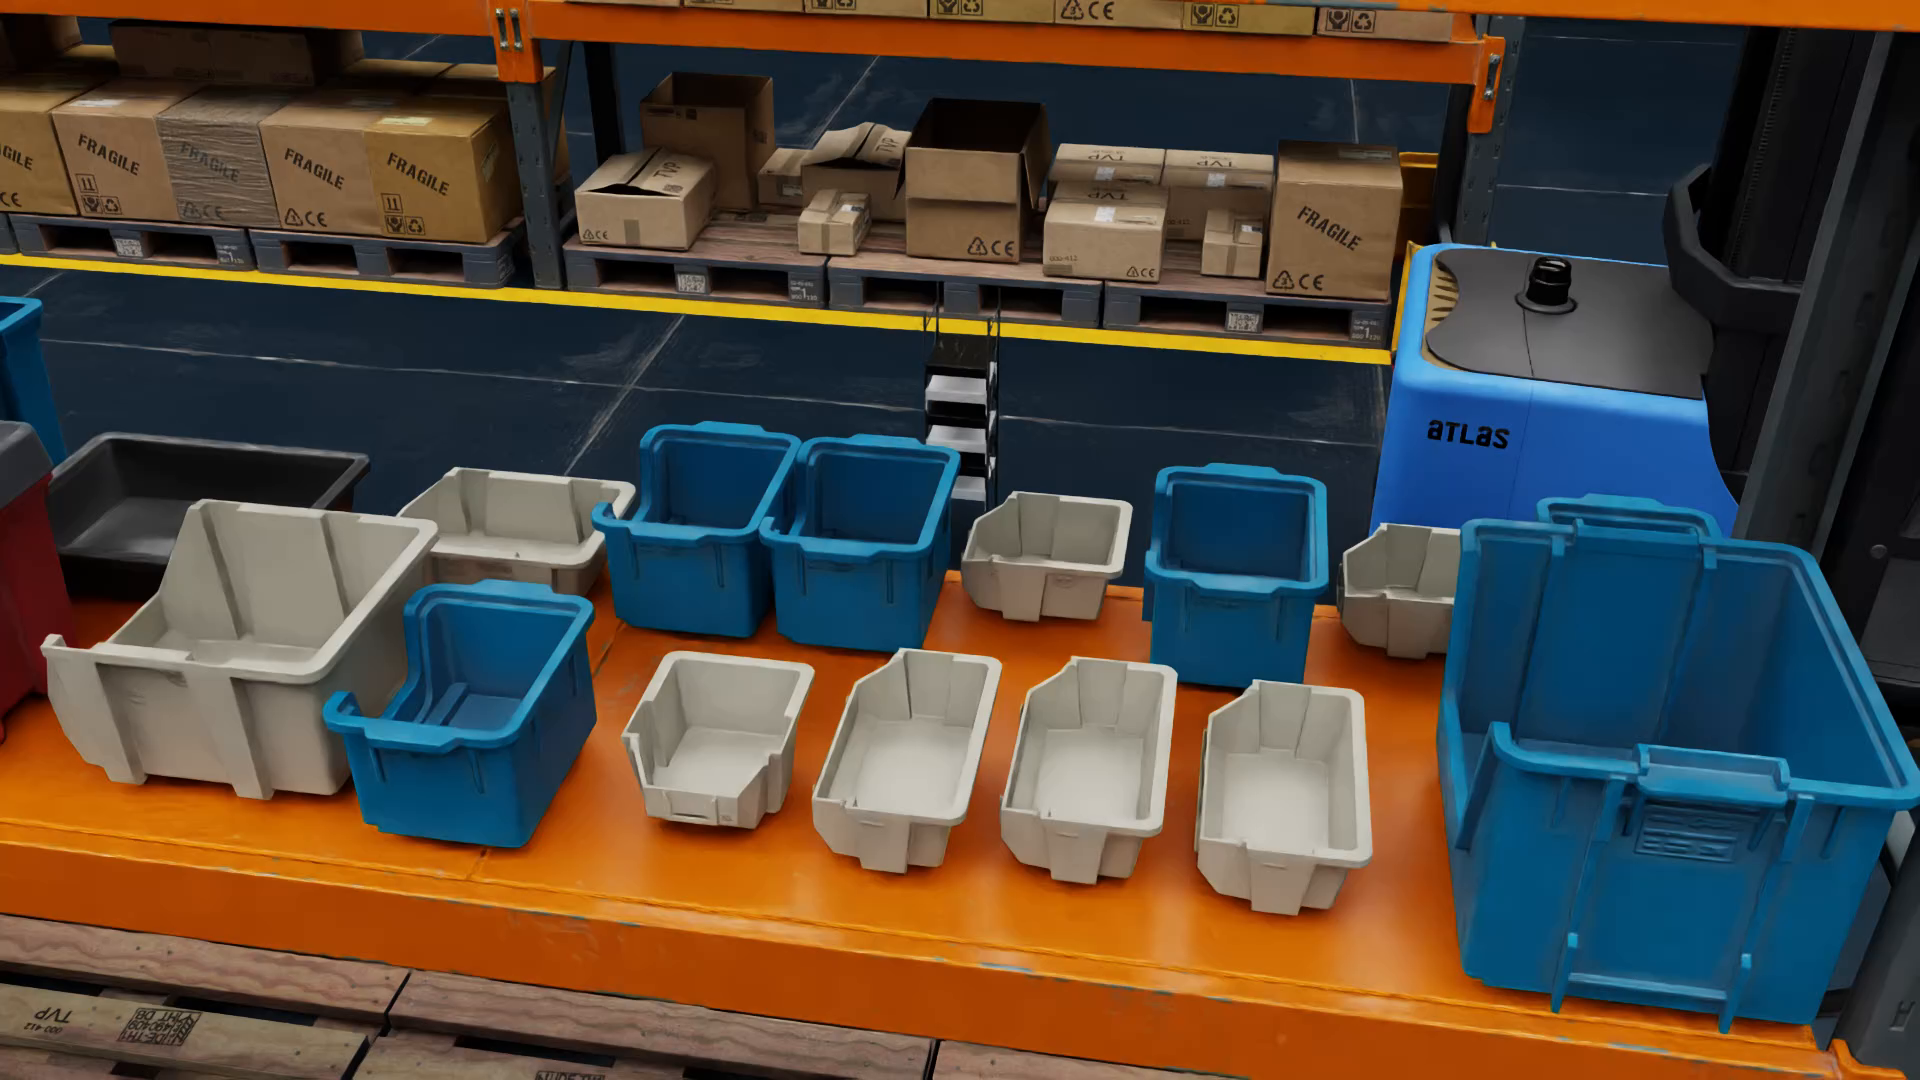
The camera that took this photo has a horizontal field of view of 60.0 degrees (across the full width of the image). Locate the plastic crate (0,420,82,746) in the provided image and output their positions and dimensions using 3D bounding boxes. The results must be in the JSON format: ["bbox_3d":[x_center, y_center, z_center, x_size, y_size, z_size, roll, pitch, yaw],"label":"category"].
[{"bbox_3d":[-1.790,0.079,2.679,0.583,0.464,0.402,5,32,8],"label":"plastic crate"}]

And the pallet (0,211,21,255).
[{"bbox_3d":[-5.005,-1.758,8.359,1.213,0.211,1.003,5,32,8],"label":"pallet"}]

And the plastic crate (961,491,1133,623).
[{"bbox_3d":[0.156,0.038,3.054,0.298,0.136,0.250,5,32,8],"label":"plastic crate"}]

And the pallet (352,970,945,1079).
[{"bbox_3d":[-0.691,1.256,3.544,1.213,0.211,1.003,5,32,8],"label":"pallet"}]

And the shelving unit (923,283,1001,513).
[{"bbox_3d":[0.008,-0.381,5.510,0.210,0.900,0.258,5,32,8],"label":"shelving unit"}]

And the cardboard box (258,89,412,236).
[{"bbox_3d":[-2.812,-1.739,7.642,0.500,0.500,0.500,5,32,8],"label":"cardboard box"}]

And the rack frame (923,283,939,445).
[{"bbox_3d":[-0.092,-0.390,5.525,0.006,0.900,0.240,5,32,8],"label":"rack frame"}]

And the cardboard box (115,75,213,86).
[{"bbox_3d":[-3.744,-2.102,8.223,0.500,0.500,0.500,4,32,6],"label":"cardboard box"}]

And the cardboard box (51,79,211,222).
[{"bbox_3d":[-3.808,-1.828,7.785,0.500,0.500,0.500,4,32,7],"label":"cardboard box"}]

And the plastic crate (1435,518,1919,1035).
[{"bbox_3d":[0.953,0.306,2.345,0.499,0.435,0.616,5,32,8],"label":"plastic crate"}]

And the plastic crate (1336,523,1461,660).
[{"bbox_3d":[0.824,0.098,2.958,0.298,0.136,0.250,5,32,8],"label":"plastic crate"}]

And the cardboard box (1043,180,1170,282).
[{"bbox_3d":[0.643,-1.353,7.262,0.500,0.250,0.500,5,32,8],"label":"cardboard box"}]

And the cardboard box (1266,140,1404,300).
[{"bbox_3d":[1.574,-1.359,7.035,0.500,0.500,0.500,5,32,8],"label":"cardboard box"}]

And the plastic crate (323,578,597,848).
[{"bbox_3d":[-0.753,0.274,2.586,0.300,0.233,0.416,5,32,8],"label":"plastic crate"}]

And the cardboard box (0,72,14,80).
[{"bbox_3d":[-4.817,-1.919,7.930,0.500,0.500,0.500,4,32,6],"label":"cardboard box"}]

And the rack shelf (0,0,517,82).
[{"bbox_3d":[-3.763,-2.543,7.663,4.000,0.370,1.077,5,32,8],"label":"rack shelf"}]

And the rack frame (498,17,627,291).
[{"bbox_3d":[-1.791,-2.669,7.187,0.127,3.000,1.000,5,32,8],"label":"rack frame"}]

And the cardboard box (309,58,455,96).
[{"bbox_3d":[-2.755,-2.009,8.073,0.500,0.500,0.500,6,32,9],"label":"cardboard box"}]

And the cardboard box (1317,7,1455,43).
[{"bbox_3d":[1.664,-2.252,6.427,0.500,0.500,0.500,6,33,10],"label":"cardboard box"}]

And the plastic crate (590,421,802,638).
[{"bbox_3d":[-0.467,-0.015,3.048,0.300,0.233,0.416,5,32,8],"label":"plastic crate"}]

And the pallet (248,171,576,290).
[{"bbox_3d":[-2.599,-1.540,8.011,1.213,0.211,1.003,5,32,8],"label":"pallet"}]

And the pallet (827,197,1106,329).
[{"bbox_3d":[0.092,-1.318,7.656,1.213,0.211,1.003,5,32,8],"label":"pallet"}]

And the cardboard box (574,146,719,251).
[{"bbox_3d":[-1.414,-1.565,7.543,0.500,0.311,0.500,5,32,8],"label":"cardboard box"}]

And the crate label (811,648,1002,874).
[{"bbox_3d":[-0.082,0.341,2.570,0.243,0.136,0.396,5,32,8],"label":"crate label"}]

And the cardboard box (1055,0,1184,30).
[{"bbox_3d":[0.662,-2.344,6.573,0.500,0.500,0.500,5,32,9],"label":"cardboard box"}]

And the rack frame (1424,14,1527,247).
[{"bbox_3d":[2.152,-2.312,6.617,0.127,3.000,1.000,5,32,8],"label":"rack frame"}]

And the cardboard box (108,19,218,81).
[{"bbox_3d":[-3.707,-2.418,8.021,0.500,0.250,0.500,5,32,7],"label":"cardboard box"}]

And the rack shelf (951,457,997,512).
[{"bbox_3d":[0.008,-0.200,5.623,0.200,0.077,0.258,5,32,8],"label":"rack shelf"}]

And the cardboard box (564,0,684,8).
[{"bbox_3d":[-1.335,-2.524,6.860,0.500,0.500,0.500,6,33,9],"label":"cardboard box"}]

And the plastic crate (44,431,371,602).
[{"bbox_3d":[-1.480,-0.028,3.171,0.590,0.125,0.437,5,32,8],"label":"plastic crate"}]

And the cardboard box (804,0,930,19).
[{"bbox_3d":[-0.337,-2.434,6.717,0.500,0.500,0.500,5,32,8],"label":"cardboard box"}]

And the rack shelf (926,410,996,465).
[{"bbox_3d":[0.008,-0.352,5.528,0.200,0.077,0.258,5,32,8],"label":"rack shelf"}]

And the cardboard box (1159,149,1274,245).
[{"bbox_3d":[1.171,-1.575,7.615,0.500,0.250,0.500,5,32,8],"label":"cardboard box"}]

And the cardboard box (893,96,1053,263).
[{"bbox_3d":[0.062,-1.632,7.469,0.637,0.503,0.797,5,32,8],"label":"cardboard box"}]

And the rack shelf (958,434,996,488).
[{"bbox_3d":[0.008,-0.276,5.576,0.200,0.077,0.258,5,32,8],"label":"rack shelf"}]

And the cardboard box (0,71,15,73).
[{"bbox_3d":[-4.773,-2.192,8.367,0.500,0.500,0.500,6,33,10],"label":"cardboard box"}]

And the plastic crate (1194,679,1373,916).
[{"bbox_3d":[0.480,0.386,2.497,0.243,0.136,0.396,5,32,8],"label":"plastic crate"}]

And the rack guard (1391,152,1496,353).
[{"bbox_3d":[2.077,-1.259,7.291,0.348,0.500,1.175,5,32,8],"label":"rack guard"}]

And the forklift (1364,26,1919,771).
[{"bbox_3d":[2.744,-0.817,4.293,3.031,2.935,1.130,9,33,14],"label":"forklift"}]

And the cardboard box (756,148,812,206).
[{"bbox_3d":[-0.802,-1.743,7.979,0.250,0.149,0.380,5,32,8],"label":"cardboard box"}]
